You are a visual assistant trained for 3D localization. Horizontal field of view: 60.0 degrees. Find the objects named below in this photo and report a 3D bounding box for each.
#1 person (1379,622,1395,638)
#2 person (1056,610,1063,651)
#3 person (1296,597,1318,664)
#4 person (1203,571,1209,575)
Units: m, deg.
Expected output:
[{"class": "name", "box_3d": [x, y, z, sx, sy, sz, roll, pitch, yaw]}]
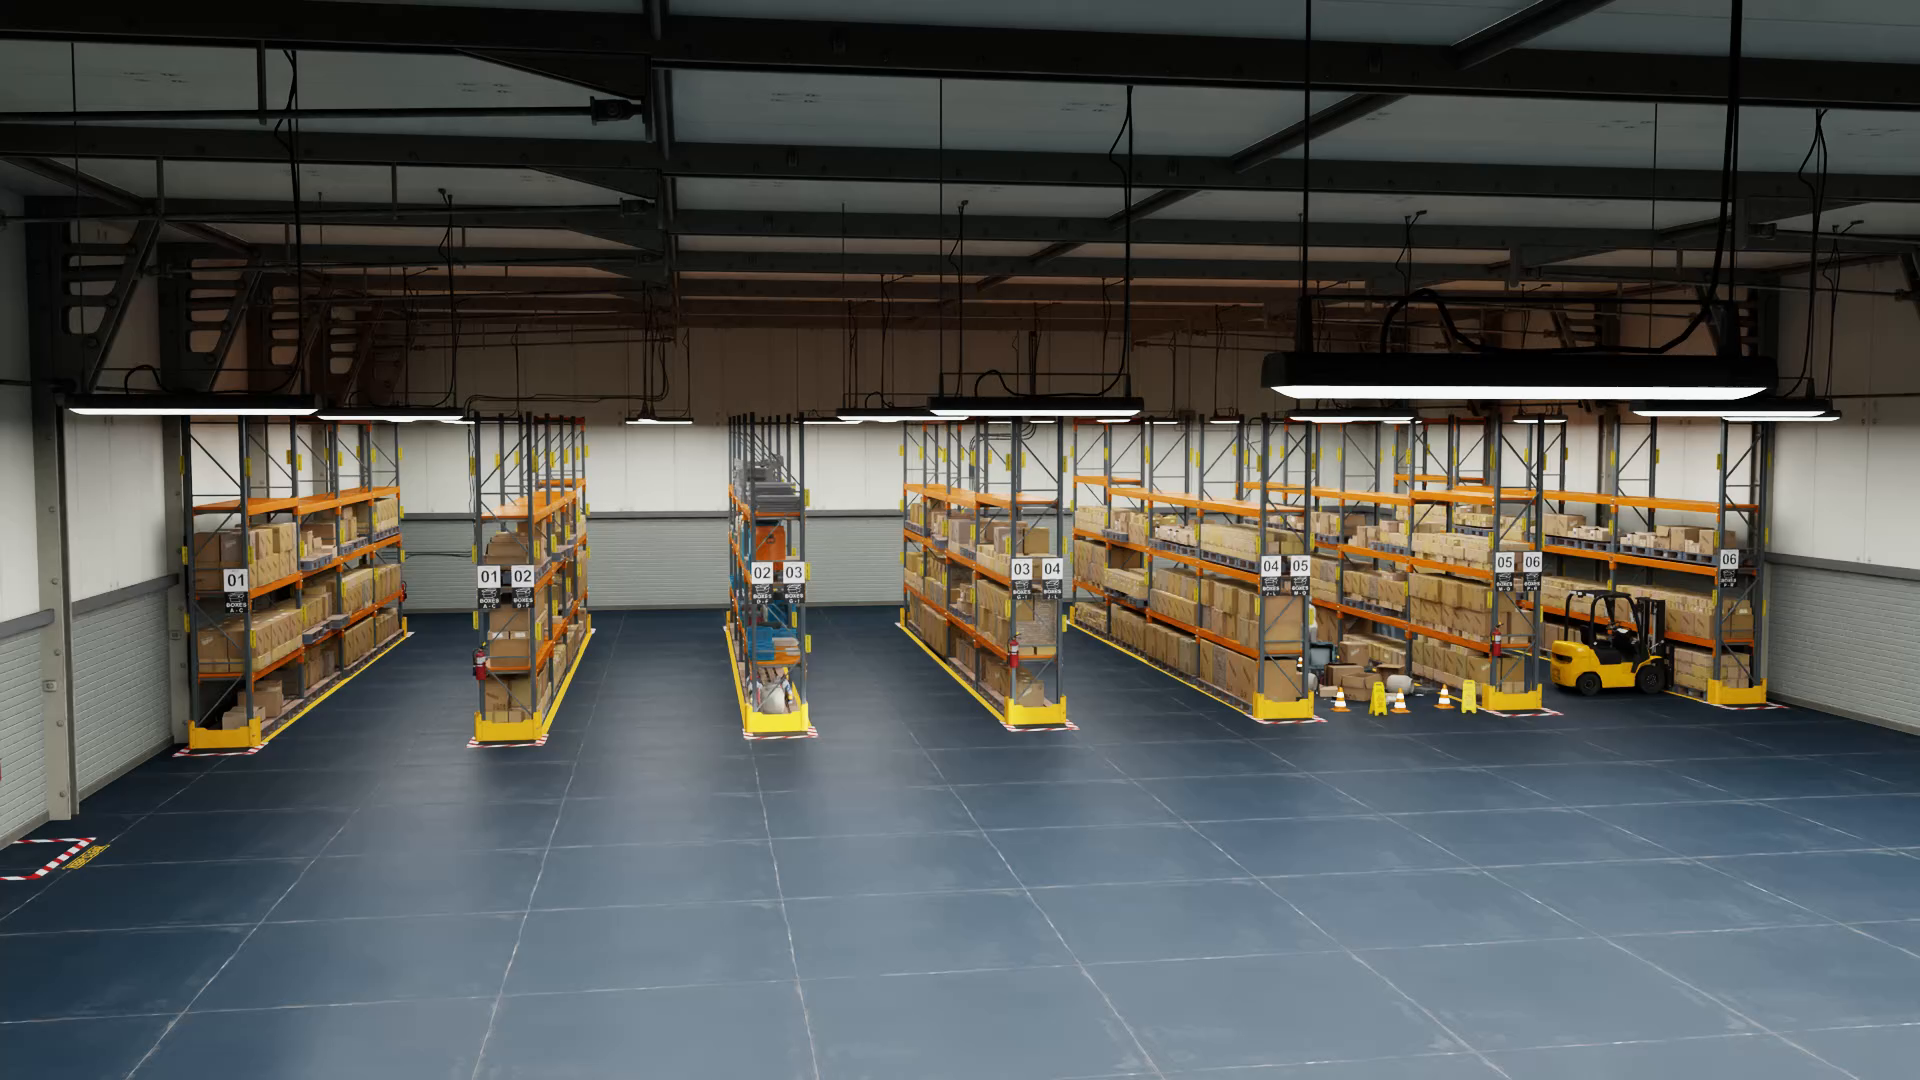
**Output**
[{"class": "person", "box_3d": [11.204, 1.883, 43.665, 0.594, 1.761, 0.548, -1, 4, -11]}, {"class": "person", "box_3d": [2.195, 1.940, 40.147, 0.585, 1.668, 0.560, -1, 4, -8]}, {"class": "person", "box_3d": [8.395, 2.194, 40.082, 0.502, 1.688, 0.701, -2, 4, -22]}, {"class": "person", "box_3d": [7.147, 1.678, 47.511, 0.881, 1.581, 0.550, 3, 5, 37]}]
